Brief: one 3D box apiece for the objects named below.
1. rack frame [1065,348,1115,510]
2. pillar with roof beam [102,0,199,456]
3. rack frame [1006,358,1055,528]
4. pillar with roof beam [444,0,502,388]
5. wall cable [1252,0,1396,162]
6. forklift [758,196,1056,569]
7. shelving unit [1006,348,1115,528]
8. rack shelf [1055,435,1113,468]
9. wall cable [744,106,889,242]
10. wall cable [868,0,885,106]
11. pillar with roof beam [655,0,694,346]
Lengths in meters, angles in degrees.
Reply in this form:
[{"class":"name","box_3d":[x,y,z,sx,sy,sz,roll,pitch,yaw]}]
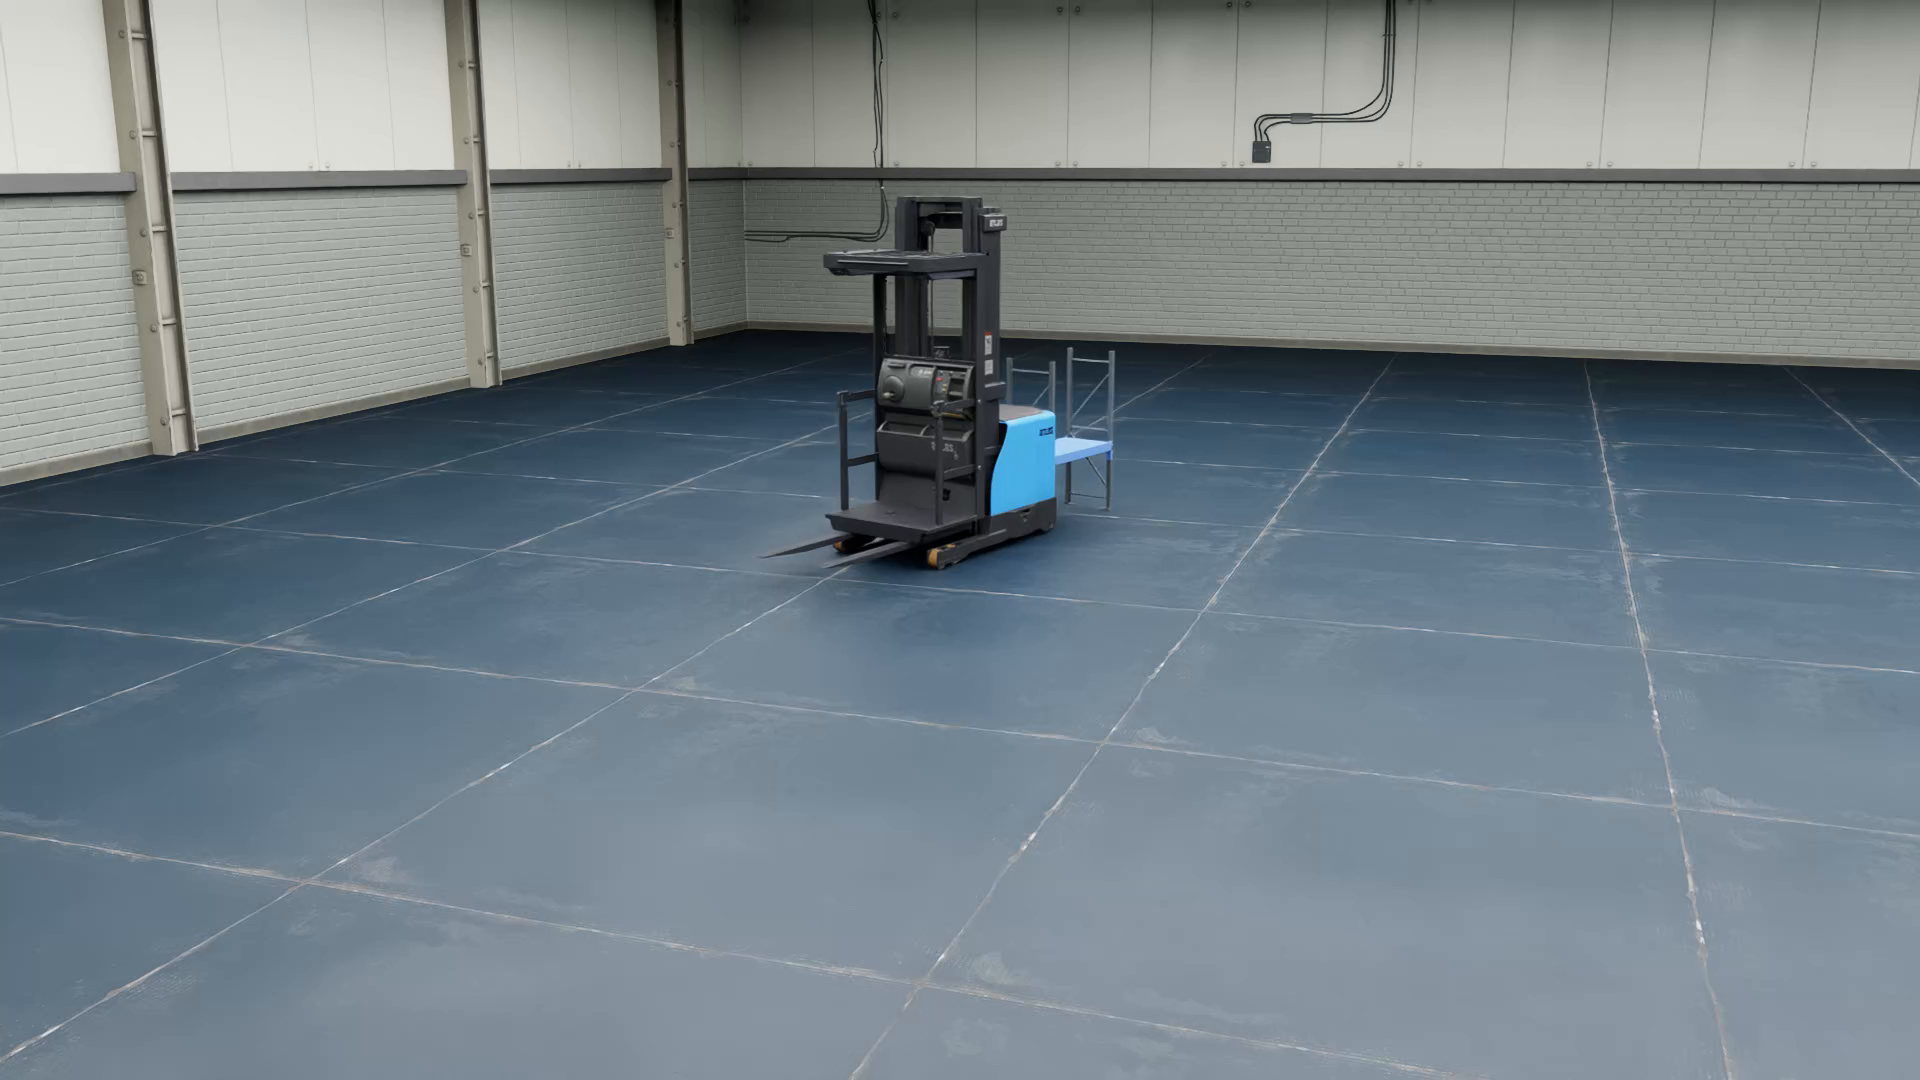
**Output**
[{"class":"rack frame","box_3d":[1.226,-1.054,15.734,0.500,1.500,0.032,9,16,35]},{"class":"pillar with roof beam","box_3d":[-4.825,-5.074,16.496,9.100,9.000,0.400,4,14,18]},{"class":"rack frame","box_3d":[0.629,-0.871,14.932,0.500,1.500,0.032,9,16,35]},{"class":"pillar with roof beam","box_3d":[-2.883,-6.337,22.031,9.100,9.000,0.400,4,14,18]},{"class":"wall cable","box_3d":[6.167,-9.407,27.836,2.305,6.003,0.169,4,14,18]},{"class":"forklift","box_3d":[-0.414,-1.316,13.666,1.130,2.935,3.031,9,16,35]},{"class":"shelving unit","box_3d":[0.927,-0.962,15.333,0.538,1.500,1.048,9,16,35]},{"class":"rack shelf","box_3d":[0.927,-0.787,15.373,0.538,0.185,1.000,9,16,35]},{"class":"wall cable","box_3d":[-2.811,-6.922,31.570,3.097,2.526,0.112,4,14,18]},{"class":"wall cable","box_3d":[-0.251,-9.189,30.154,3.097,2.526,0.112,4,14,18]},{"class":"pillar with roof beam","box_3d":[-0.942,-7.601,27.565,9.100,9.000,0.400,4,14,18]}]
